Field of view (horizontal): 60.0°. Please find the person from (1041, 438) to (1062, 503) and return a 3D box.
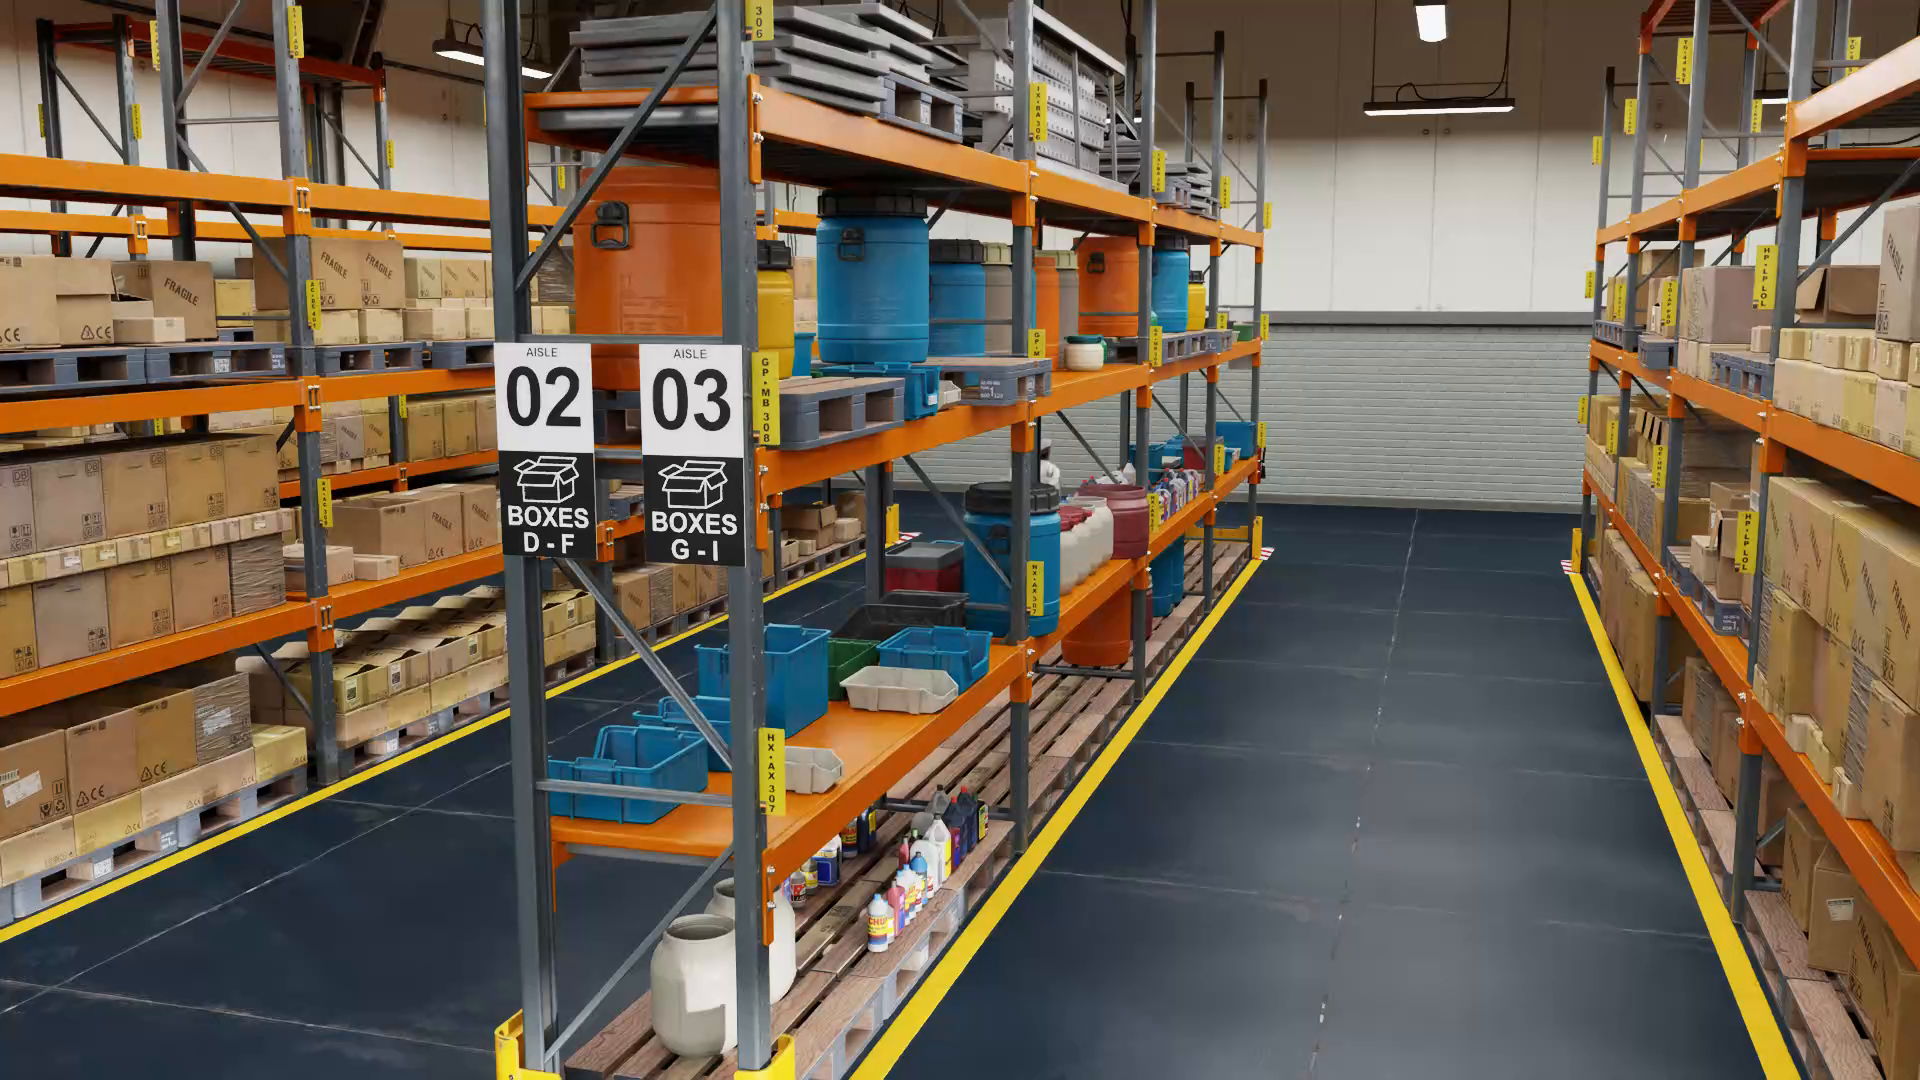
[{"bbox_3d":[0.954,-0.350,19.415,0.500,1.683,0.478,3,9,19],"label":"person"}]
